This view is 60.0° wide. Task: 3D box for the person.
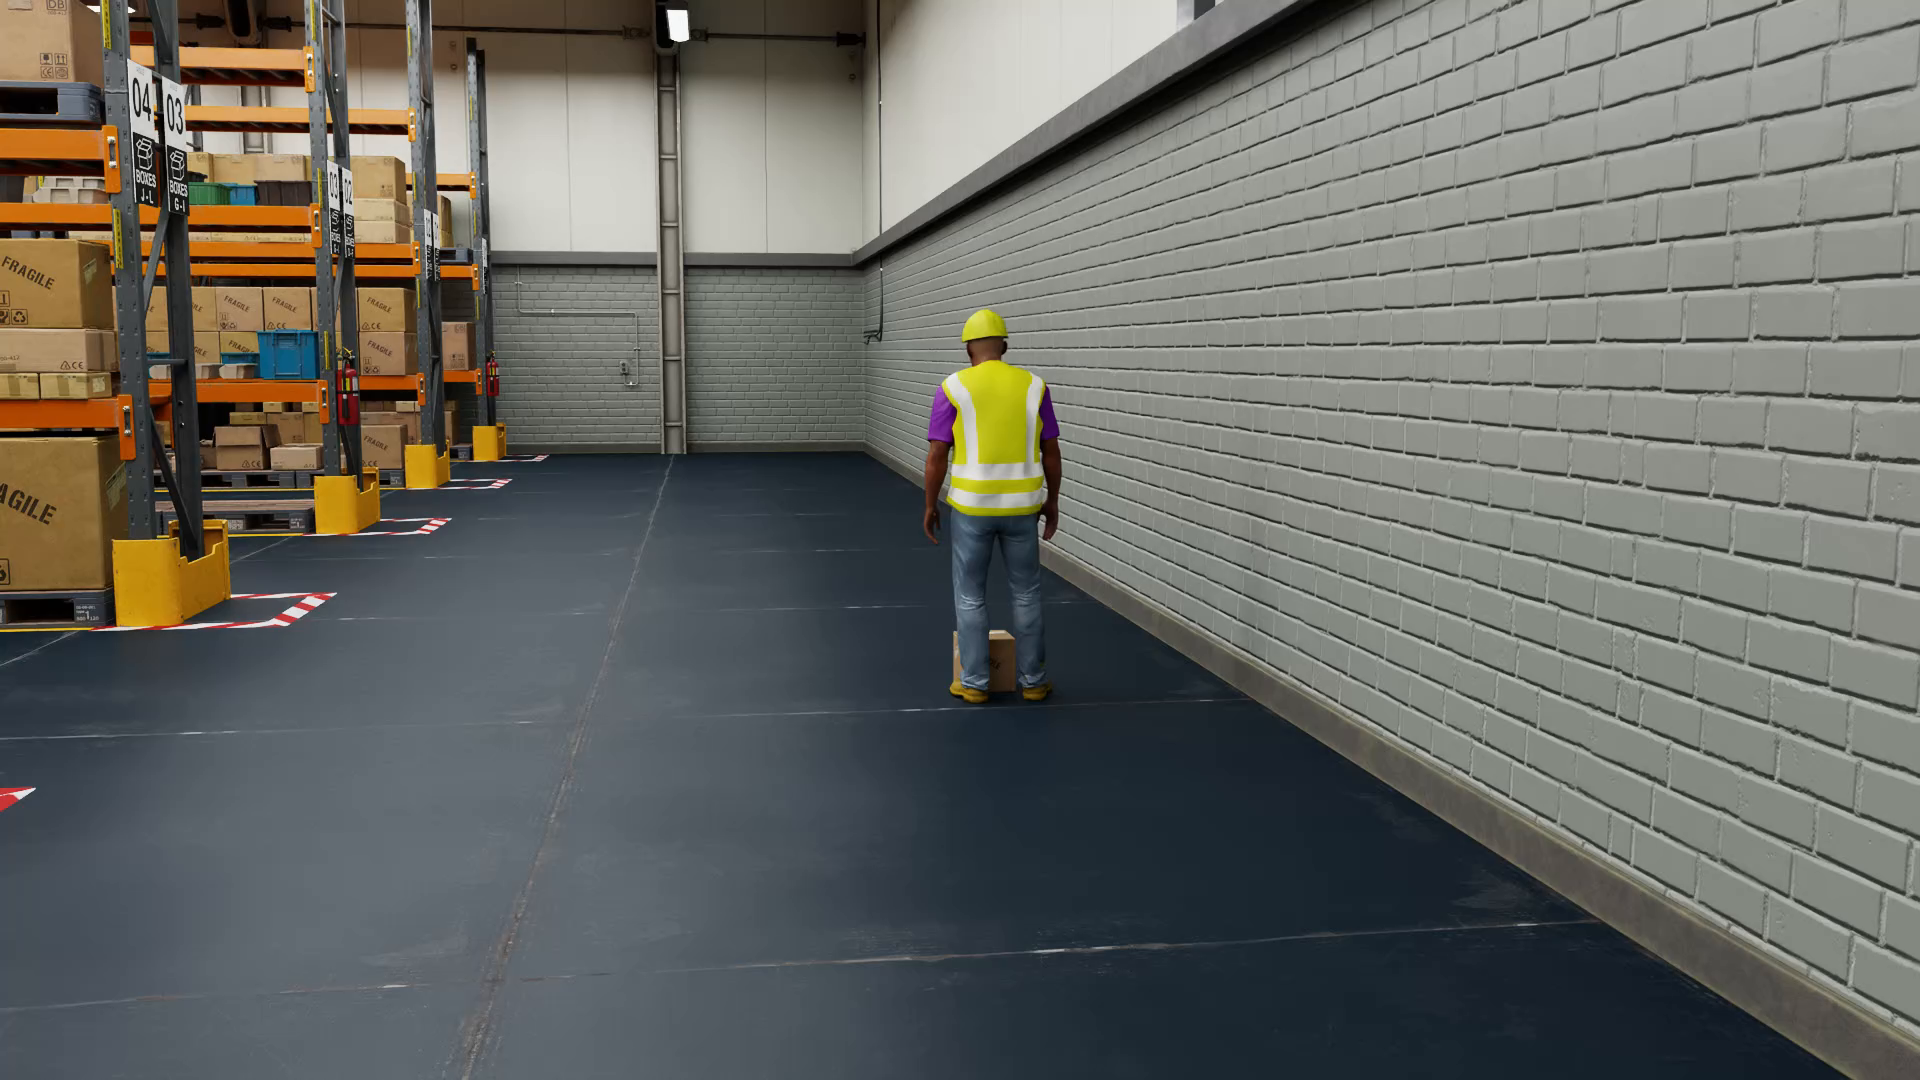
[{"bbox_3d":[0.147,-0.155,7.507,0.635,1.761,0.455,-1,7,-12],"label":"person"}]
